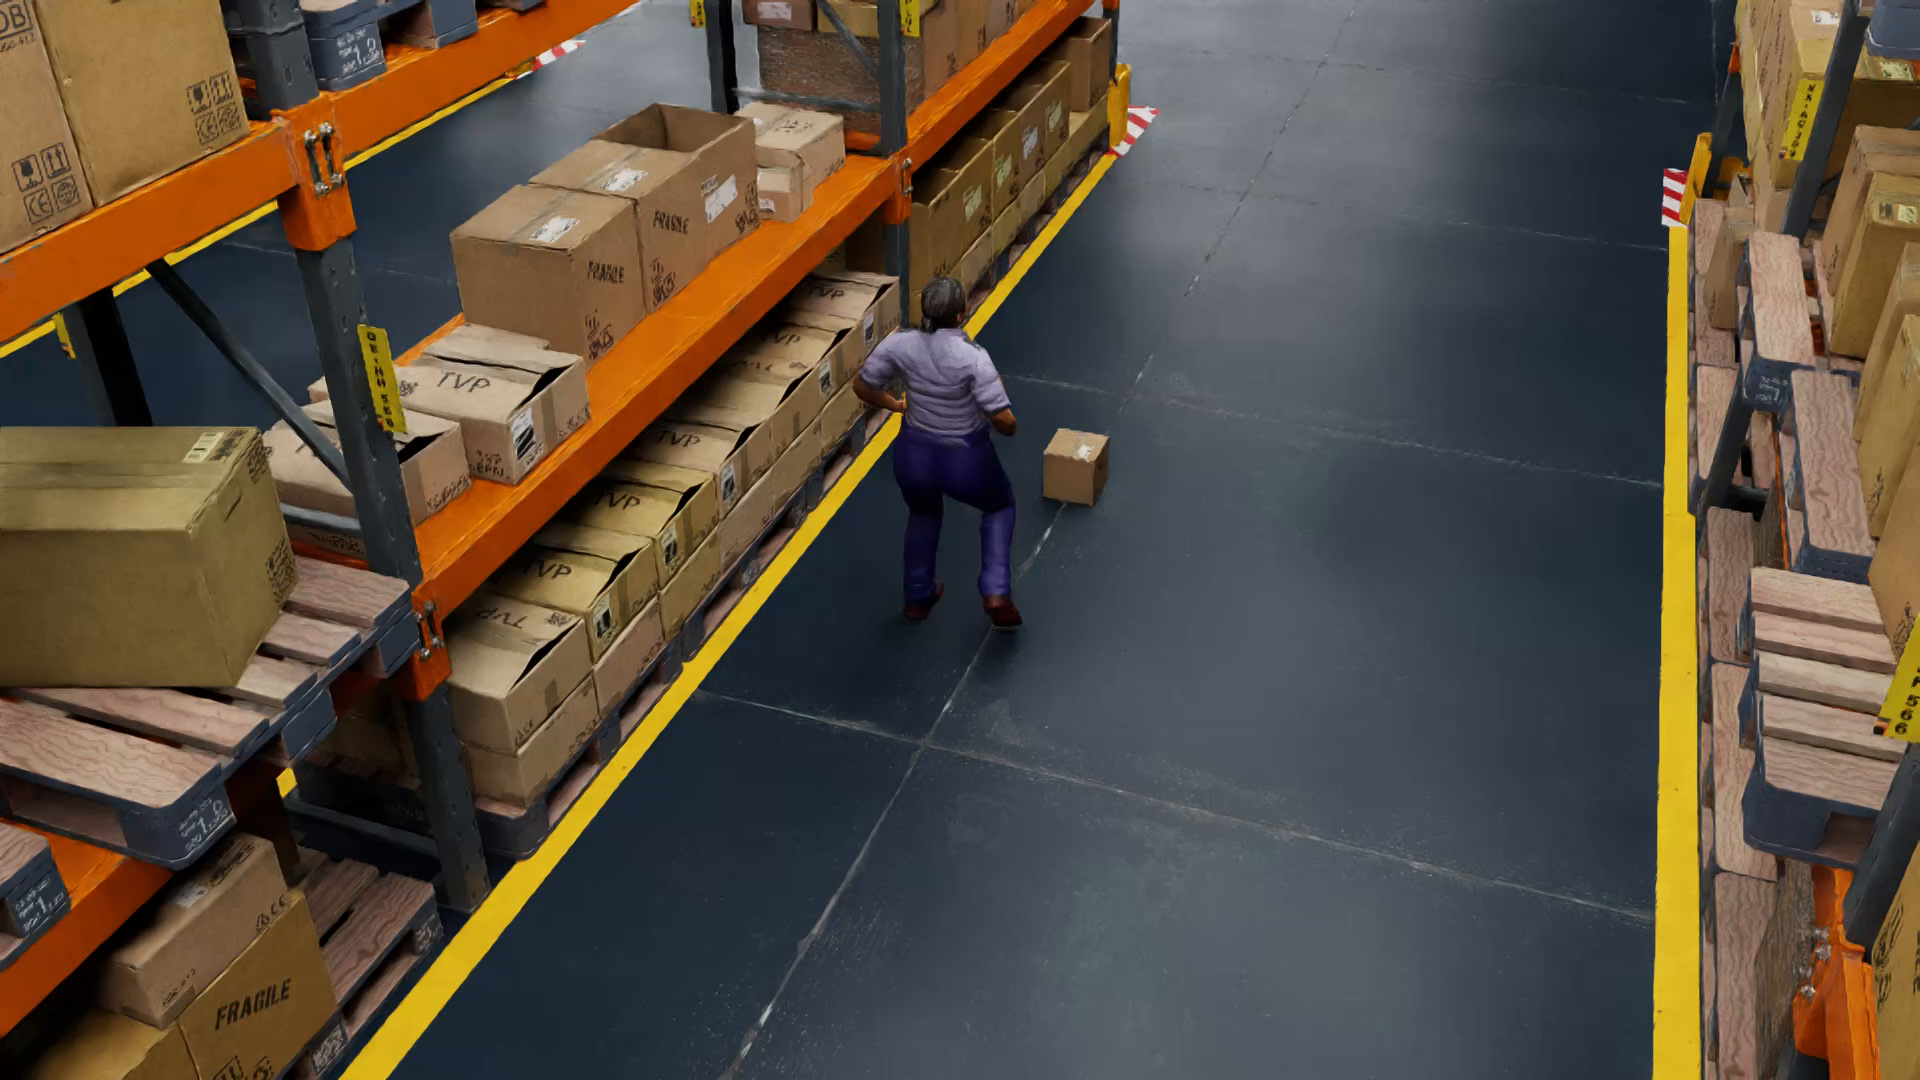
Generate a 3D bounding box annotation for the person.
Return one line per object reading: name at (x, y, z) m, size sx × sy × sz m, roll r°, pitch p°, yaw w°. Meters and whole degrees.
person at (-0.054, -0.352, 6.726) m, size 0.708 × 1.615 × 0.471 m, roll 9°, pitch 34°, yaw 13°
